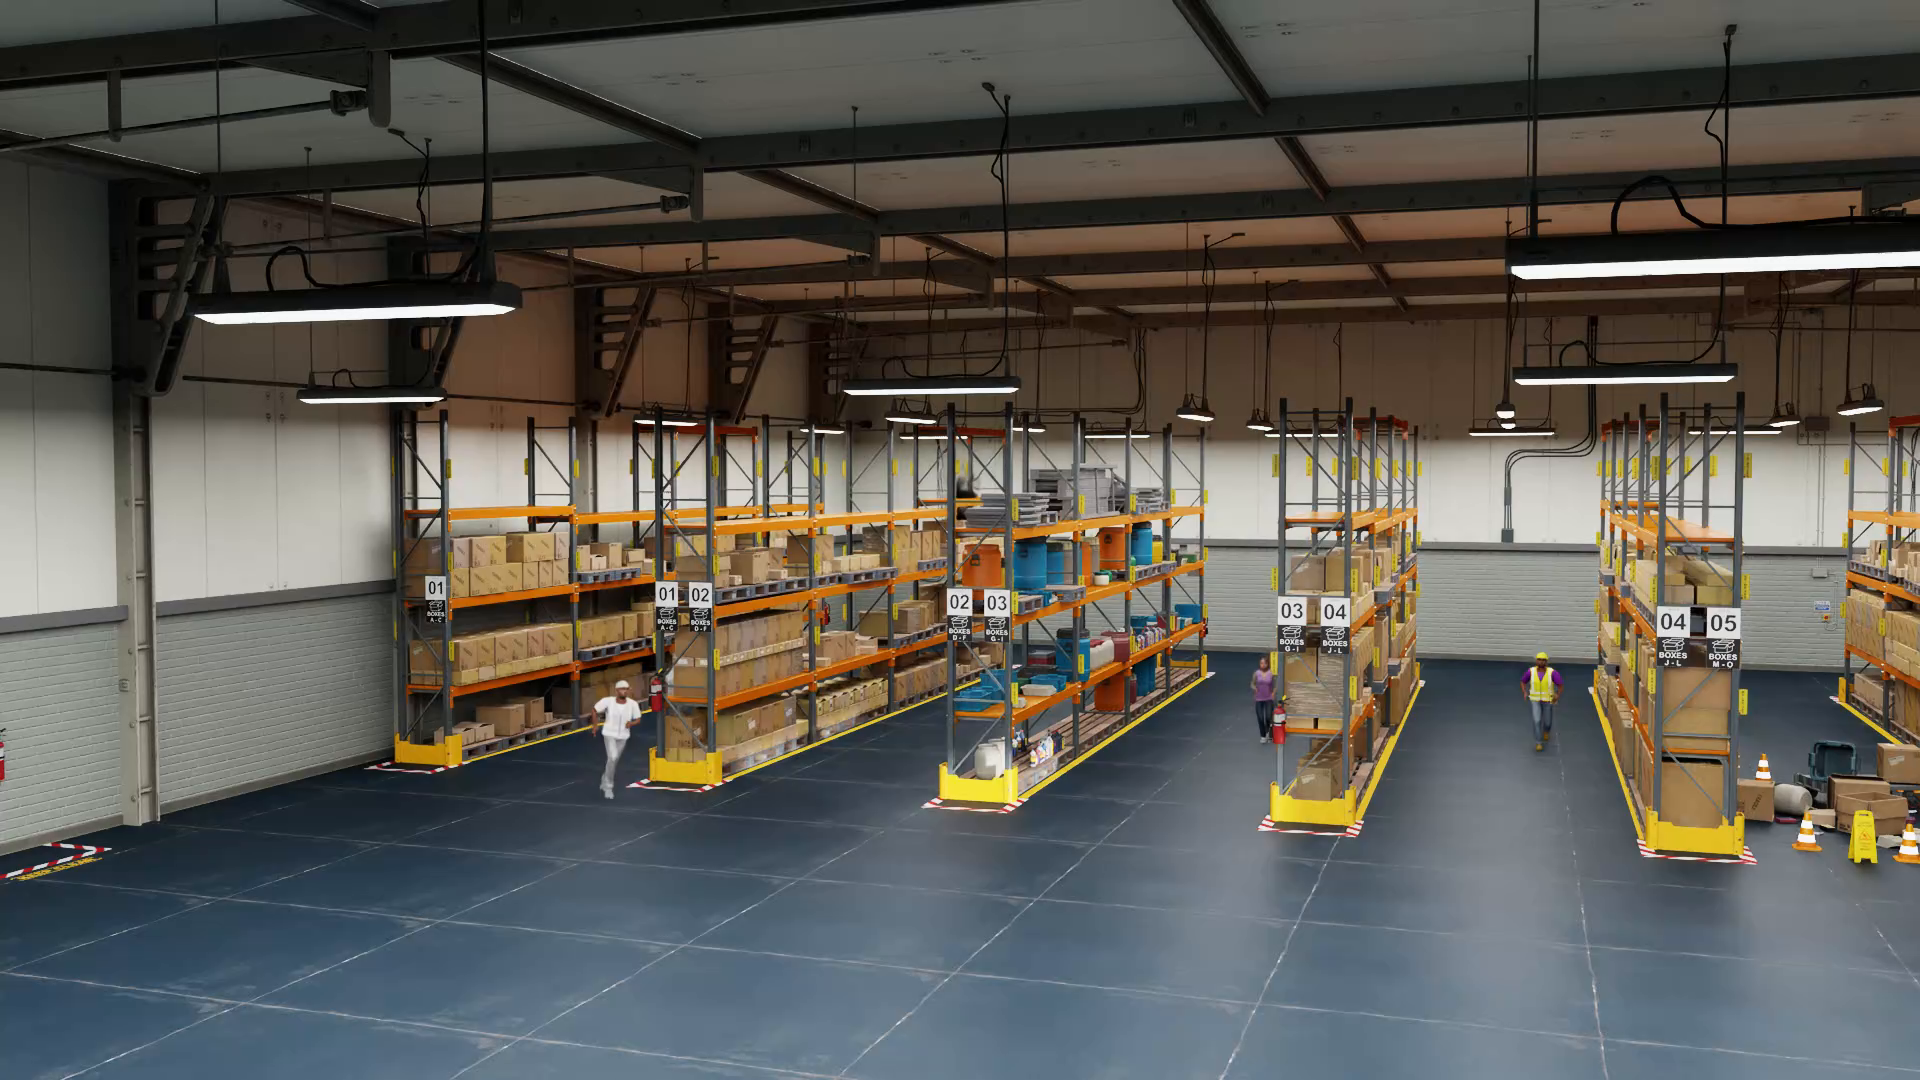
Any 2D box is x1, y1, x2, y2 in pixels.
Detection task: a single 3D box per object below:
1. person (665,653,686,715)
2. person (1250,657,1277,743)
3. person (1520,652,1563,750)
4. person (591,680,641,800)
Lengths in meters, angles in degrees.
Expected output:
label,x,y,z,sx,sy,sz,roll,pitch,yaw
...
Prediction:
label,x,y,z,sx,sy,sz,roll,pitch,yaw
person,-5.108,2.880,30.114,0.579,1.700,0.859,0,2,5
person,5.516,2.915,30.144,0.522,1.559,0.555,1,3,16
person,10.370,2.861,29.664,0.738,1.734,0.795,1,3,21
person,-5.263,3.034,25.562,0.729,1.758,0.804,-1,3,-30
